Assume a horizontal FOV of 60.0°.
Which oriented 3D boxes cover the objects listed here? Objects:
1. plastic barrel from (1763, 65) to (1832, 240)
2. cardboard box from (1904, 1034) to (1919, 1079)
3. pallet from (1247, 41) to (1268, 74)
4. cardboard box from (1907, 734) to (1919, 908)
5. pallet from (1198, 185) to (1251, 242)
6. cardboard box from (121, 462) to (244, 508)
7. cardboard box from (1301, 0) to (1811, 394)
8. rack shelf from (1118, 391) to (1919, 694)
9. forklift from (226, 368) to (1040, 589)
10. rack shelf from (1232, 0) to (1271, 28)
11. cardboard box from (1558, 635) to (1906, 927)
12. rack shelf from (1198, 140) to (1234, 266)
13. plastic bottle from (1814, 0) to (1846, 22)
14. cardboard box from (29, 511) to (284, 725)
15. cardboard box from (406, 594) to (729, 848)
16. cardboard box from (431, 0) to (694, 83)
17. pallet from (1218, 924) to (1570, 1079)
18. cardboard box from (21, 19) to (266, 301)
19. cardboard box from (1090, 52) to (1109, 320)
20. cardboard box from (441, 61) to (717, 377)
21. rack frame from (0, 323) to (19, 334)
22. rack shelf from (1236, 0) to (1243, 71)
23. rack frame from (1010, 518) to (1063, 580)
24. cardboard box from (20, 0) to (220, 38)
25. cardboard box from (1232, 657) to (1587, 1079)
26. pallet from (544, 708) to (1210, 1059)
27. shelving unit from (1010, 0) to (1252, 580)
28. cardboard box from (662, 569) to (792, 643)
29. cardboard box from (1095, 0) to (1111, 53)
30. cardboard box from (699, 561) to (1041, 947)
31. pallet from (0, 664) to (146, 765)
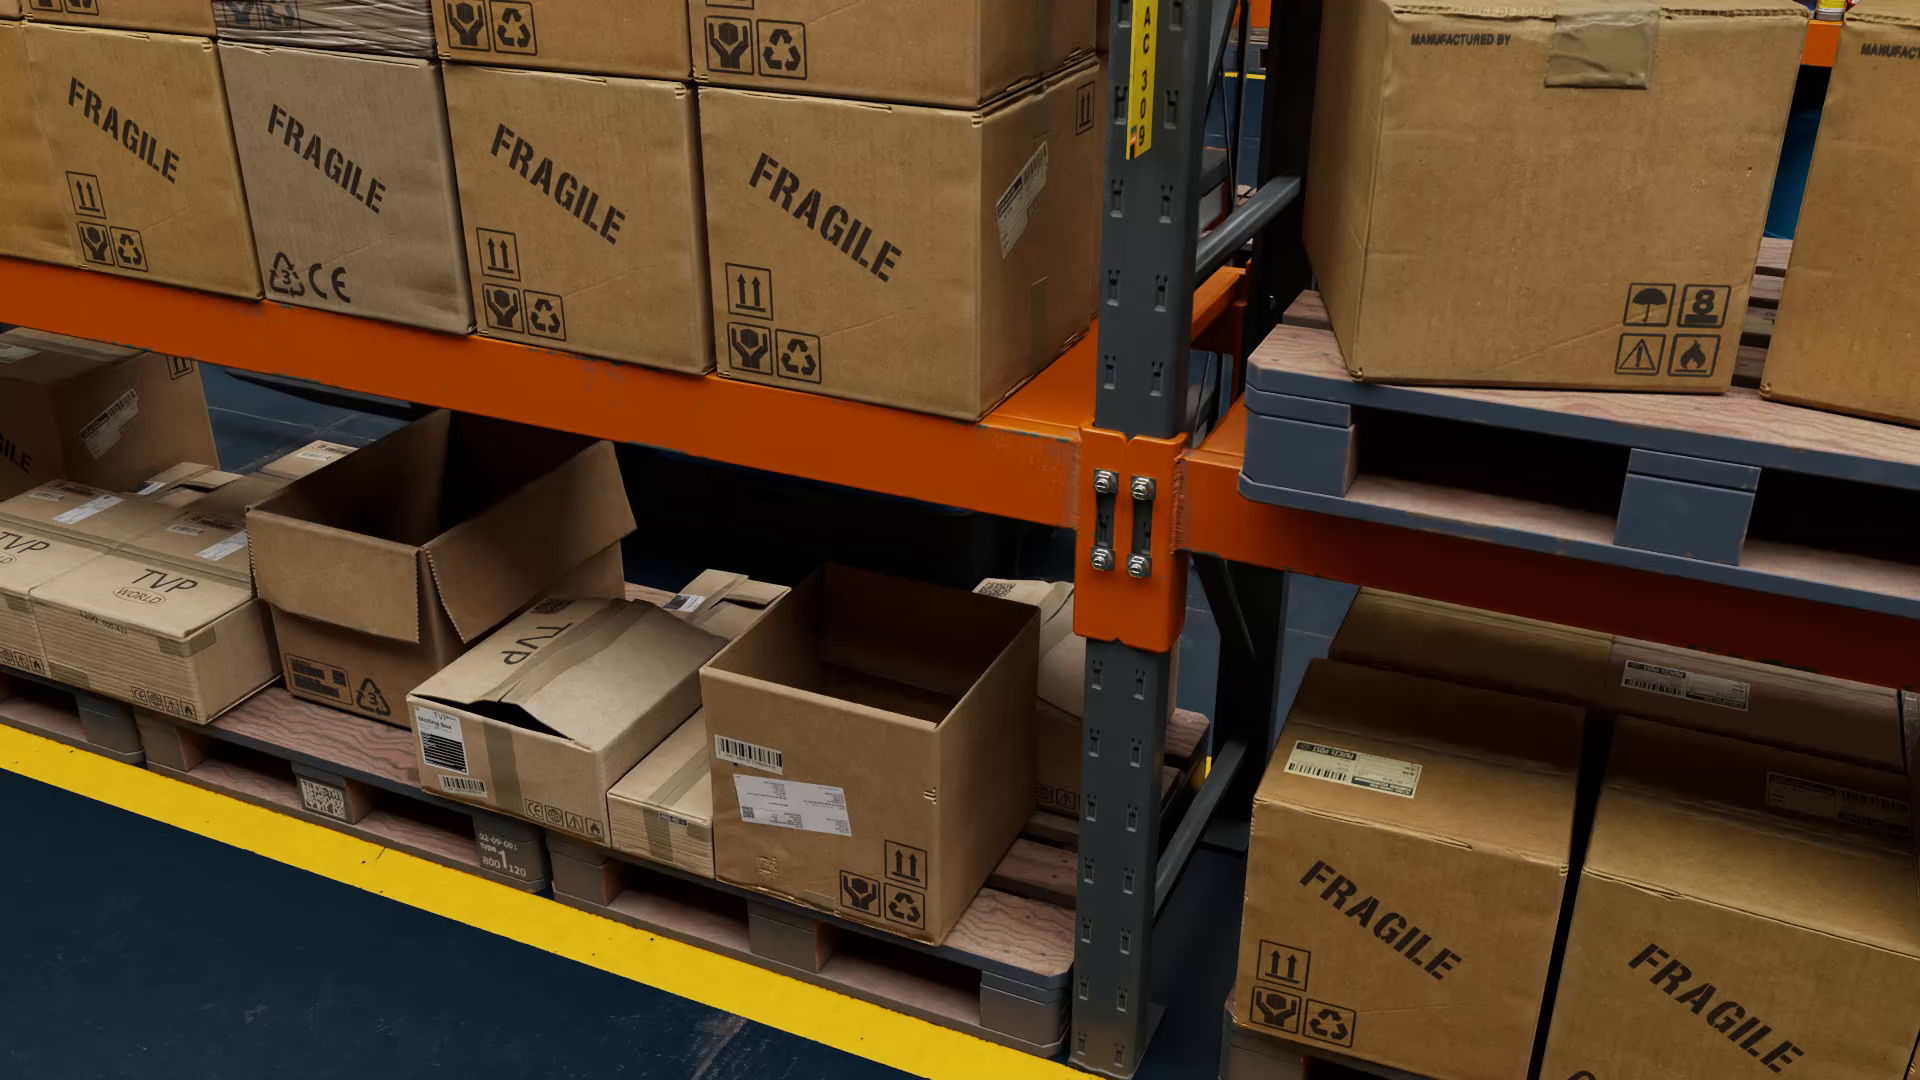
[{"bbox_3d":[3.658,-1.526,6.853,0.708,0.901,0.600,11,28,22],"label":"plastic barrel"},{"bbox_3d":[1.753,0.774,2.613,0.500,0.500,0.500,12,29,22],"label":"cardboard box"},{"bbox_3d":[2.801,-3.648,12.420,1.213,0.211,1.003,11,28,22],"label":"pallet"},{"bbox_3d":[1.721,0.433,2.457,0.500,0.250,0.500,11,28,22],"label":"cardboard box"},{"bbox_3d":[0.725,-1.605,8.270,1.213,0.211,1.003,11,28,22],"label":"pallet"},{"bbox_3d":[-2.242,-0.070,4.707,0.250,0.166,0.380,11,28,22],"label":"cardboard box"},{"bbox_3d":[0.810,-0.580,2.444,0.500,0.500,0.700,2,26,4],"label":"cardboard box"},{"bbox_3d":[2.292,0.165,2.333,4.000,0.370,1.077,11,28,22],"label":"rack shelf"},{"bbox_3d":[-1.127,-1.579,5.138,3.031,2.935,1.130,11,28,22],"label":"forklift"},{"bbox_3d":[0.705,-2.557,7.863,4.000,0.370,1.077,11,28,22],"label":"rack shelf"},{"bbox_3d":[1.486,0.469,3.233,0.500,0.500,0.500,11,28,22],"label":"cardboard box"},{"bbox_3d":[0.461,-0.837,4.604,0.480,0.518,0.431,11,28,22],"label":"rack shelf"},{"bbox_3d":[3.305,-2.071,6.285,0.097,0.201,0.097,0,26,0],"label":"plastic bottle"},{"bbox_3d":[-1.882,0.178,4.108,0.500,0.250,0.500,11,28,22],"label":"cardboard box"},{"bbox_3d":[-0.847,0.358,3.672,0.500,0.311,0.500,11,28,22],"label":"cardboard box"},{"bbox_3d":[-0.564,-1.098,2.839,0.500,0.500,0.500,11,28,21],"label":"cardboard box"},{"bbox_3d":[1.227,0.861,3.262,1.213,0.211,1.003,11,28,22],"label":"pallet"},{"bbox_3d":[-1.493,-0.835,3.438,0.500,0.500,0.500,12,29,22],"label":"cardboard box"},{"bbox_3d":[0.120,-0.771,3.307,0.500,0.500,0.500,12,29,23],"label":"cardboard box"},{"bbox_3d":[-0.560,-0.650,3.062,0.500,0.500,0.500,12,29,23],"label":"cardboard box"},{"bbox_3d":[-3.170,-1.255,4.403,0.127,3.000,1.000,11,28,22],"label":"rack frame"},{"bbox_3d":[0.461,-1.465,4.295,0.480,0.518,0.431,11,28,22],"label":"rack shelf"},{"bbox_3d":[0.239,-0.894,4.689,0.015,2.100,0.400,11,28,22],"label":"rack frame"},{"bbox_3d":[-1.480,-1.283,3.214,0.500,0.500,0.500,11,28,21],"label":"cardboard box"},{"bbox_3d":[0.811,0.587,2.994,0.500,0.500,0.500,10,28,19],"label":"cardboard box"},{"bbox_3d":[-0.153,0.602,3.789,1.213,0.211,1.003,11,28,22],"label":"pallet"},{"bbox_3d":[0.461,-0.849,4.598,0.503,2.100,0.431,11,28,22],"label":"shelving unit"},{"bbox_3d":[-0.613,0.232,4.092,0.250,0.166,0.380,11,28,22],"label":"cardboard box"},{"bbox_3d":[0.159,-1.216,3.079,0.500,0.500,0.500,12,29,23],"label":"cardboard box"},{"bbox_3d":[-0.165,0.411,3.352,0.500,0.500,0.500,11,28,22],"label":"cardboard box"},{"bbox_3d":[-2.375,0.156,4.695,1.213,0.211,1.003,11,28,22],"label":"pallet"}]
